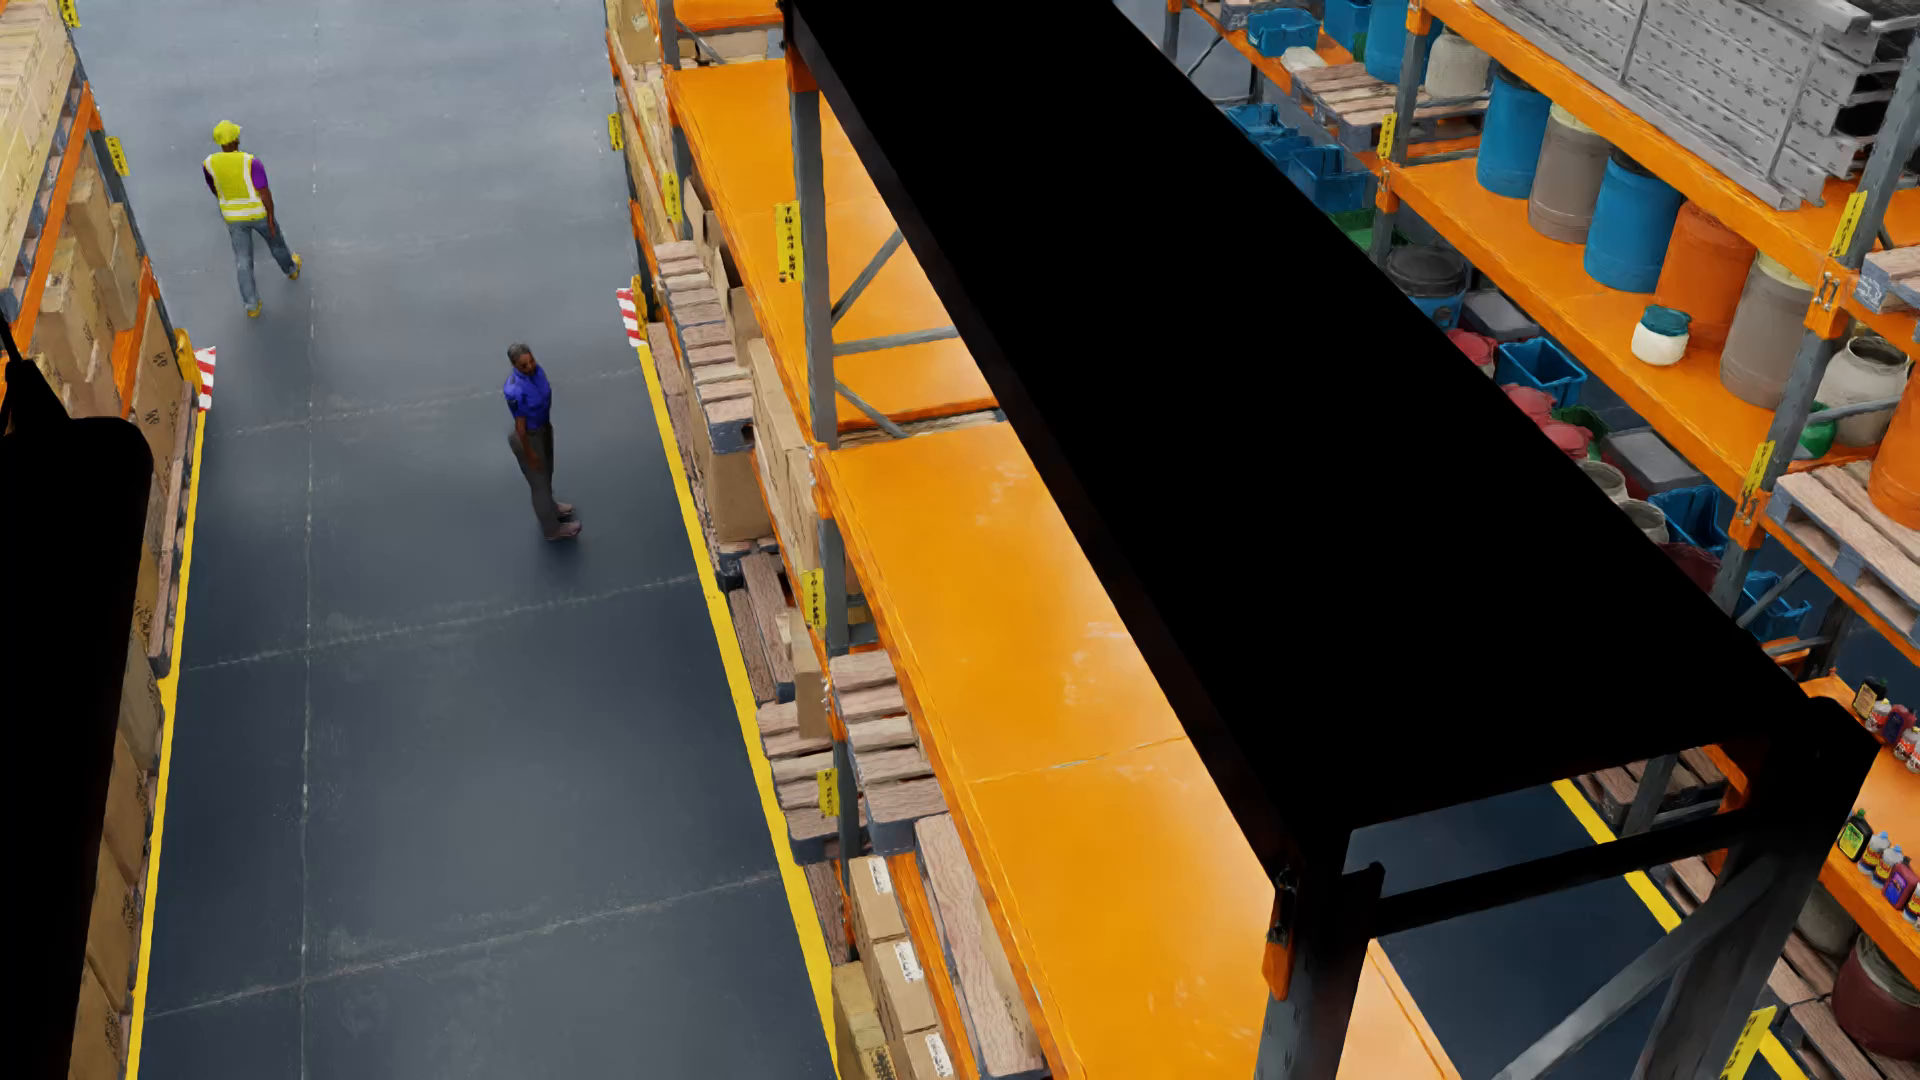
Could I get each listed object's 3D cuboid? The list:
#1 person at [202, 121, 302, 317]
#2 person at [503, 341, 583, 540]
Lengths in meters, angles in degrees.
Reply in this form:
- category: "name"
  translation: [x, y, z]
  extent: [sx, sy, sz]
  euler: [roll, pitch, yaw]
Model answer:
- category: "person"
  translation: [-6.539, -3.023, 15.253]
  extent: [0.569, 1.708, 1.042]
  euler: [-5, 39, -6]
- category: "person"
  translation: [-3.137, -0.764, 12.452]
  extent: [0.464, 1.650, 0.498]
  euler: [9, 39, 11]
